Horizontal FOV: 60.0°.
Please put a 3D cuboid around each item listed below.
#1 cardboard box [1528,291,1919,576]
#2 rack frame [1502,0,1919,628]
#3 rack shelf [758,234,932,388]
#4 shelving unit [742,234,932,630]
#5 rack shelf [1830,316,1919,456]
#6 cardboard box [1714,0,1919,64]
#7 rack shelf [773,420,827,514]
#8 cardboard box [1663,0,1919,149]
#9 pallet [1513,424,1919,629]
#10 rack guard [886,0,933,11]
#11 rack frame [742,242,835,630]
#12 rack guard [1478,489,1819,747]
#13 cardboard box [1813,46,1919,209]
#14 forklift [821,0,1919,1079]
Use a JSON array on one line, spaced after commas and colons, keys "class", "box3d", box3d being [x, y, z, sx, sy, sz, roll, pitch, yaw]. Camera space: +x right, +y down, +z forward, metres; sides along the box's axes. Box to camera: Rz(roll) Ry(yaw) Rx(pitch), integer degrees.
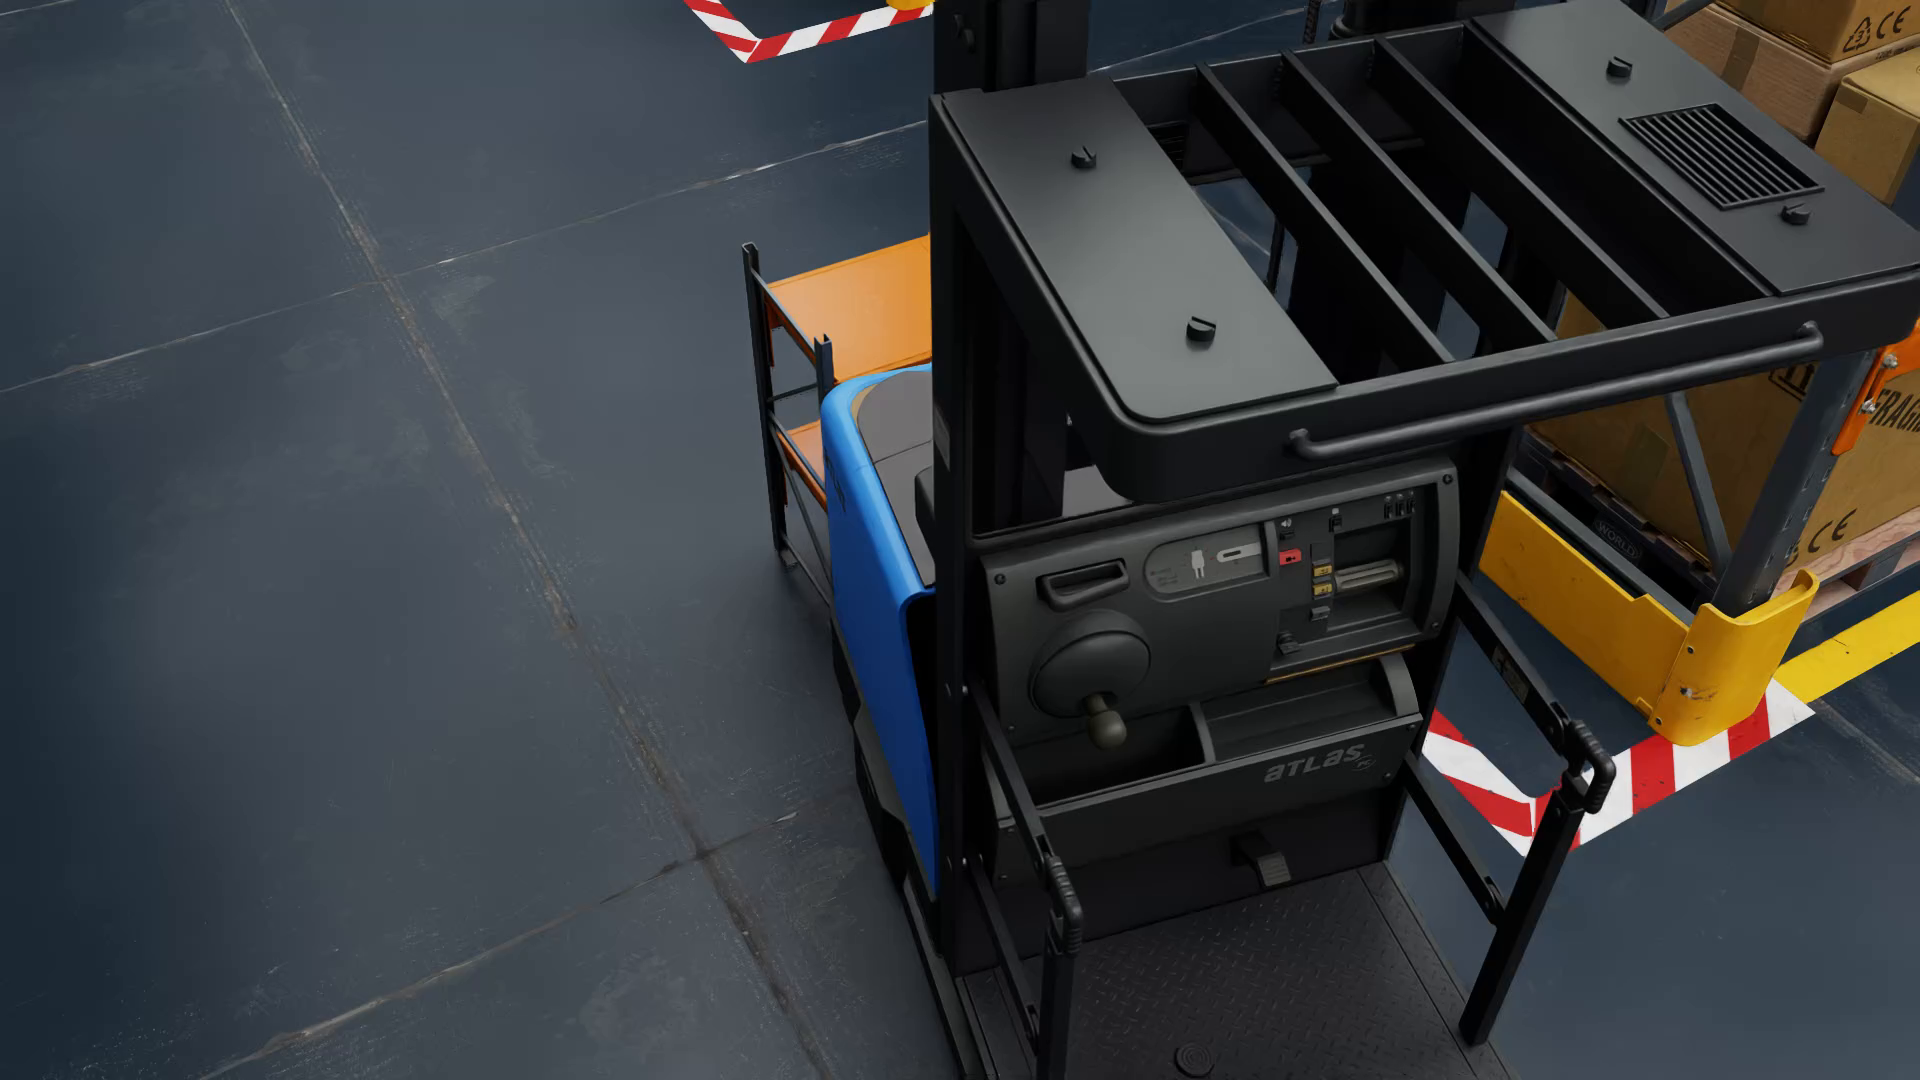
[{"class": "cardboard box", "box3d": [2.404, -0.561, 4.898, 0.875, 0.875, 0.875, -22, 48, -21]}, {"class": "rack frame", "box3d": [1.889, -0.902, 4.026, 0.127, 3.000, 1.000, -22, 48, -21]}, {"class": "rack shelf", "box3d": [-0.006, -0.619, 4.659, 1.000, 0.278, 0.538, -21, 48, -20]}, {"class": "shelving unit", "box3d": [-0.006, -0.409, 4.863, 1.048, 1.125, 0.538, -21, 48, -20]}, {"class": "rack shelf", "box3d": [3.623, -1.338, 4.991, 4.000, 0.370, 1.077, -22, 48, -21]}, {"class": "cardboard box", "box3d": [2.180, -1.552, 4.051, 0.500, 0.500, 0.500, -21, 48, -20]}, {"class": "rack shelf", "box3d": [-0.006, -0.234, 5.034, 1.000, 0.278, 0.538, -21, 48, -20]}, {"class": "cardboard box", "box3d": [2.177, -1.283, 4.313, 0.500, 0.250, 0.500, -23, 48, -22]}, {"class": "pallet", "box3d": [2.543, -0.226, 5.331, 1.213, 0.211, 1.003, -22, 48, -21]}, {"class": "rack guard", "box3d": [-0.429, -3.061, 8.046, 0.348, 0.500, 1.175, -22, 48, -21]}, {"class": "rack frame", "box3d": [-0.452, -0.239, 4.688, 0.032, 1.125, 0.500, -21, 48, -20]}, {"class": "rack guard", "box3d": [1.868, 0.003, 4.888, 0.348, 0.500, 1.175, -22, 48, -21]}, {"class": "cardboard box", "box3d": [2.440, -0.958, 3.978, 0.500, 0.250, 0.500, -23, 49, -22]}, {"class": "forklift", "box3d": [0.563, 0.210, 2.929, 1.130, 2.935, 3.031, -12, 45, -12]}]
